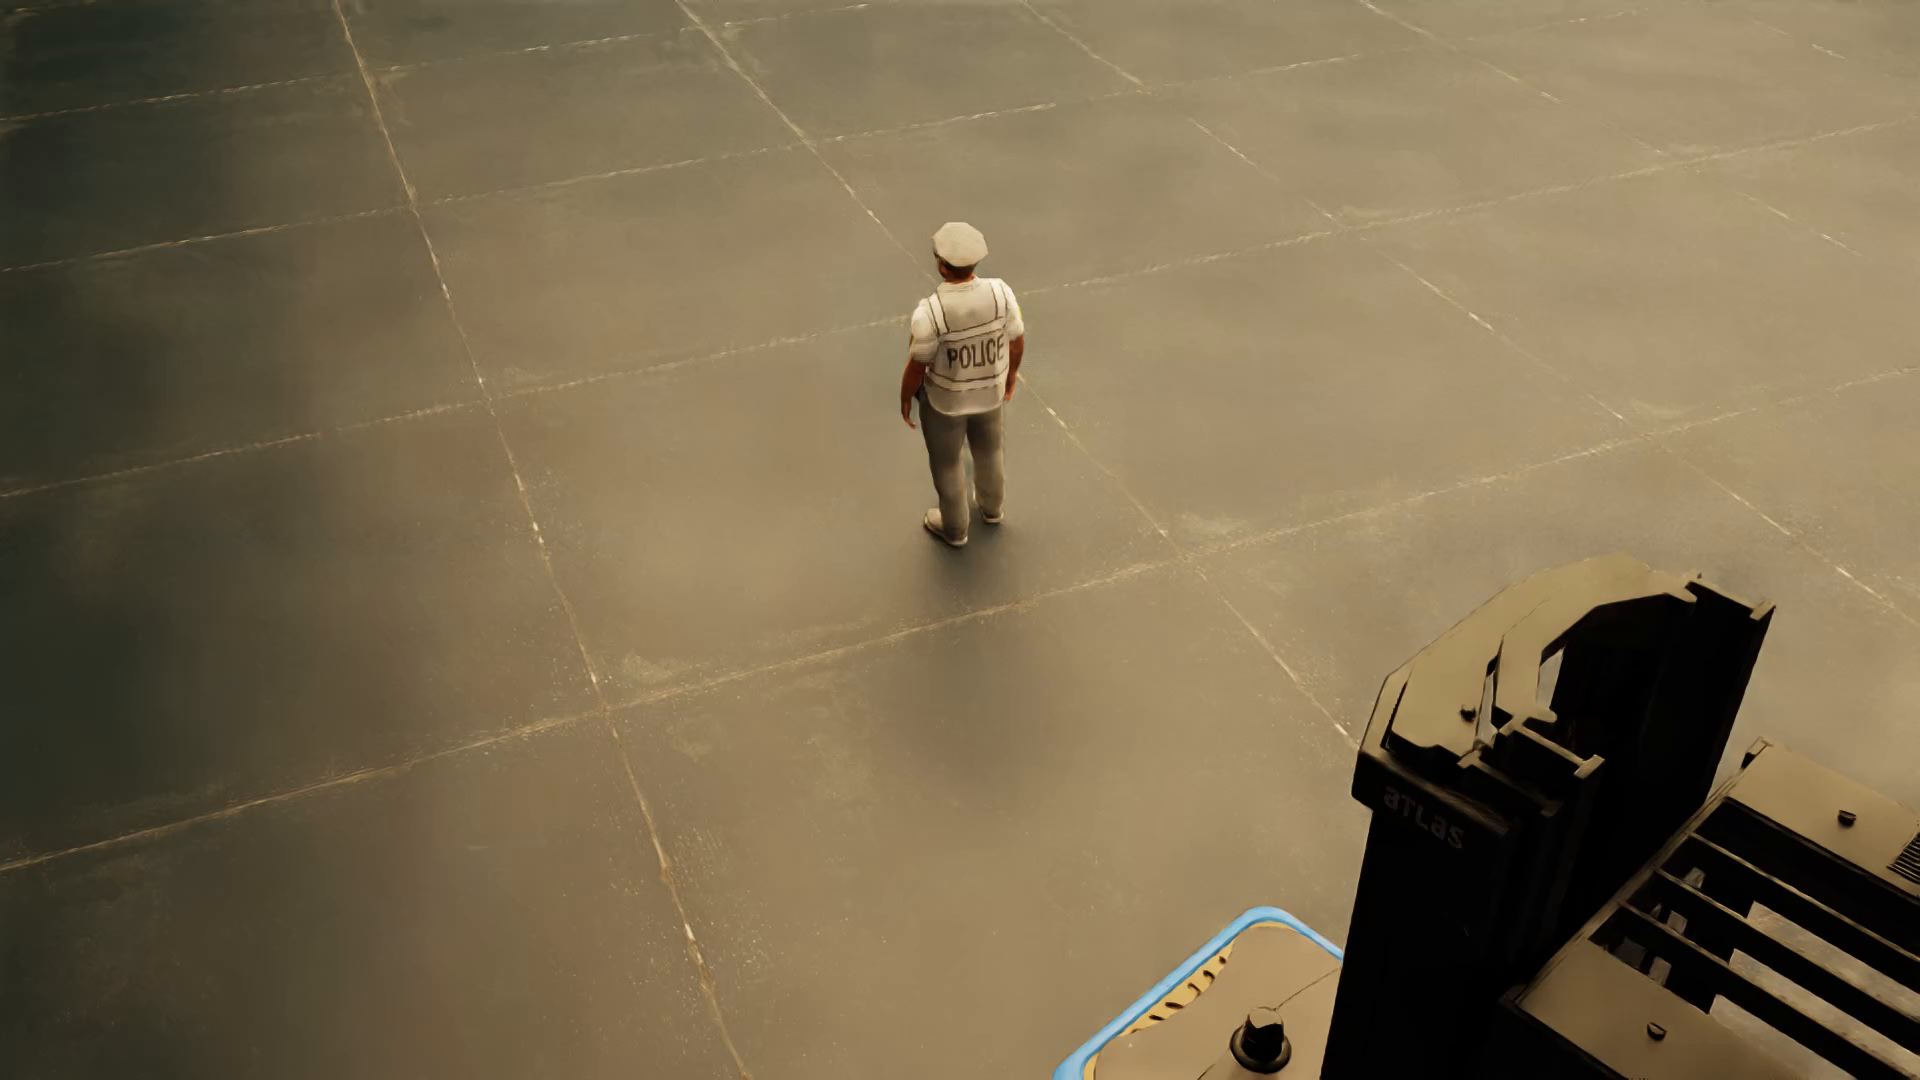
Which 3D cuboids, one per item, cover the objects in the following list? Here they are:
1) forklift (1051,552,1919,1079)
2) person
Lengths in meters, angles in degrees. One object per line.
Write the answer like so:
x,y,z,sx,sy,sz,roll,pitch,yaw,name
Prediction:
1.612,1.615,3.827,1.130,2.935,3.031,-28,44,-34,forklift
-0.019,-0.777,8.169,0.640,1.781,0.574,-14,38,-19,person
